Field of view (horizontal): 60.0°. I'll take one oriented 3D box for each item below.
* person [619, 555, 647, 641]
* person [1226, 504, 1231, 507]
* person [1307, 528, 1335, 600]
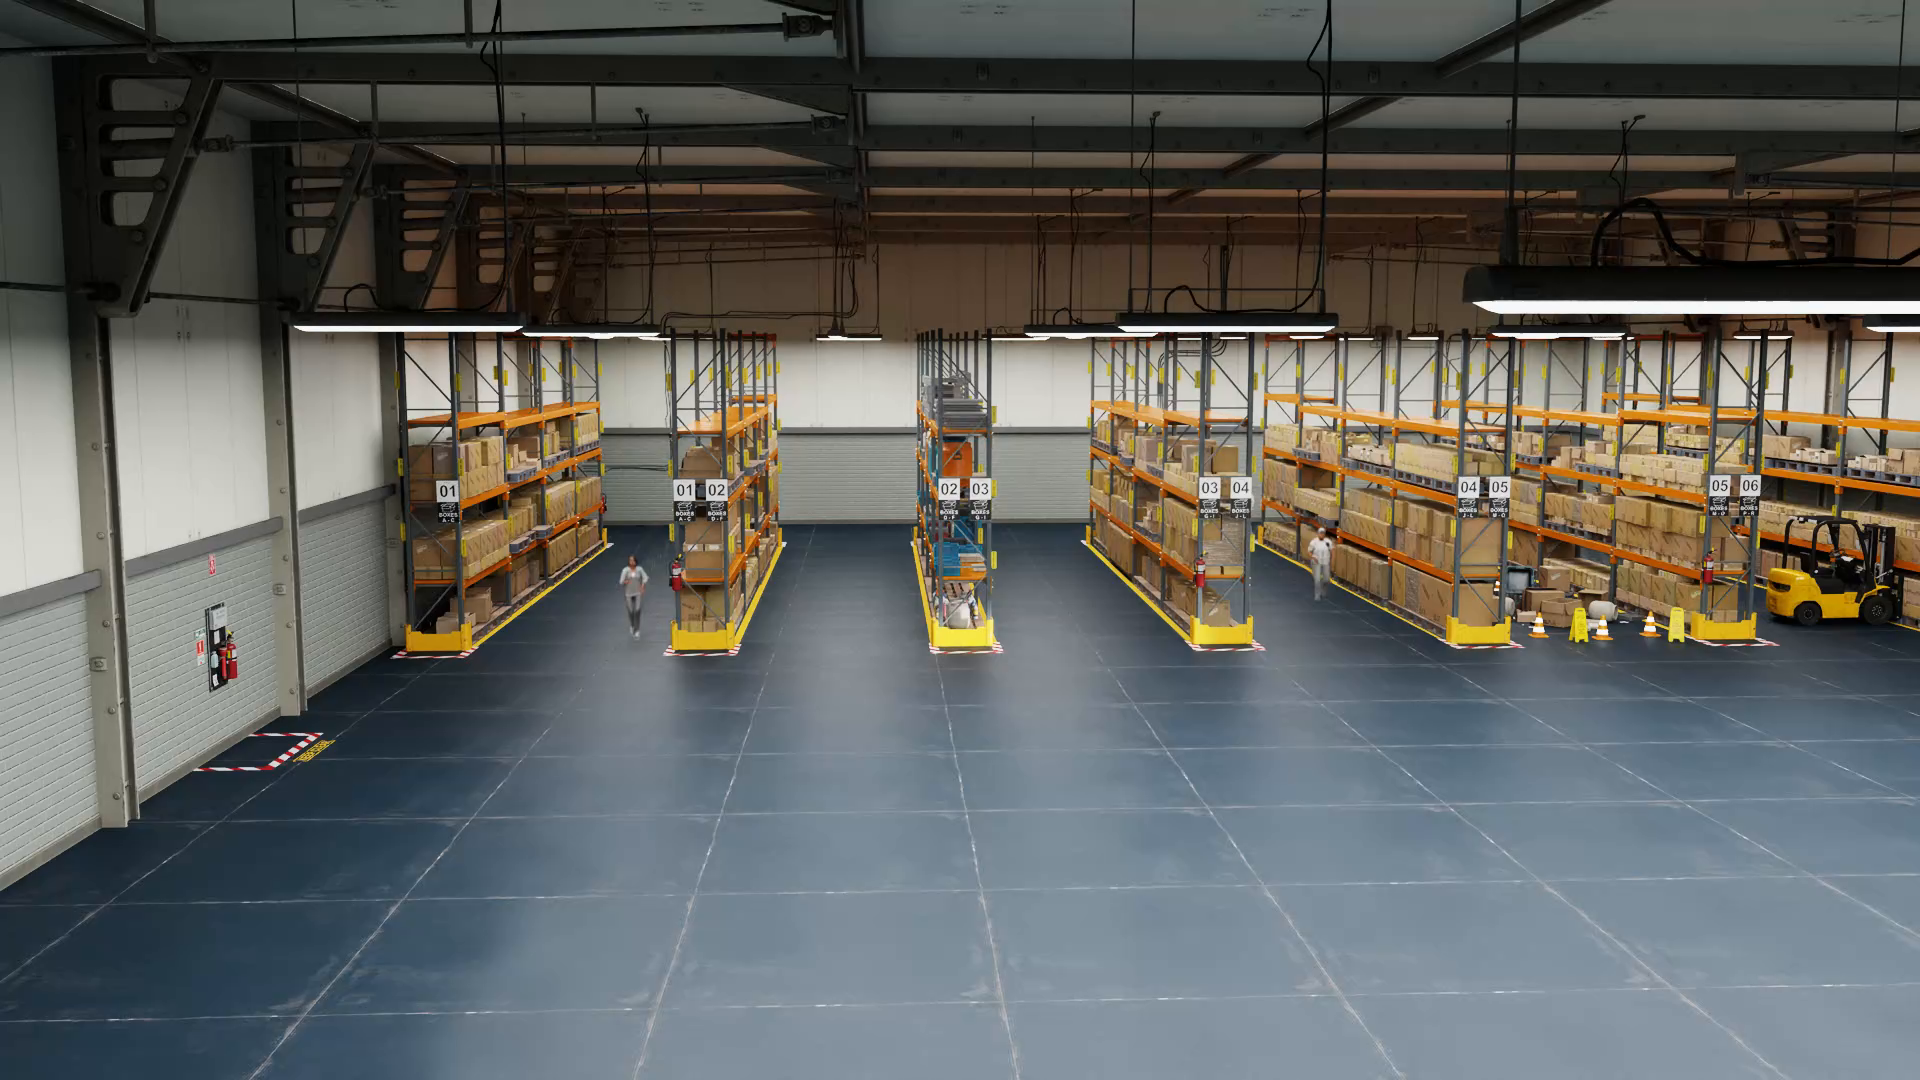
[{"bbox_3d":[-6.365,1.103,32.400,0.523,1.634,0.709,-1,7,-9],"label":"person"},{"bbox_3d":[7.966,-0.812,48.776,0.575,1.589,0.677,-5,8,-37],"label":"person"},{"bbox_3d":[8.103,0.535,37.281,0.640,1.626,0.571,0,7,0],"label":"person"}]
